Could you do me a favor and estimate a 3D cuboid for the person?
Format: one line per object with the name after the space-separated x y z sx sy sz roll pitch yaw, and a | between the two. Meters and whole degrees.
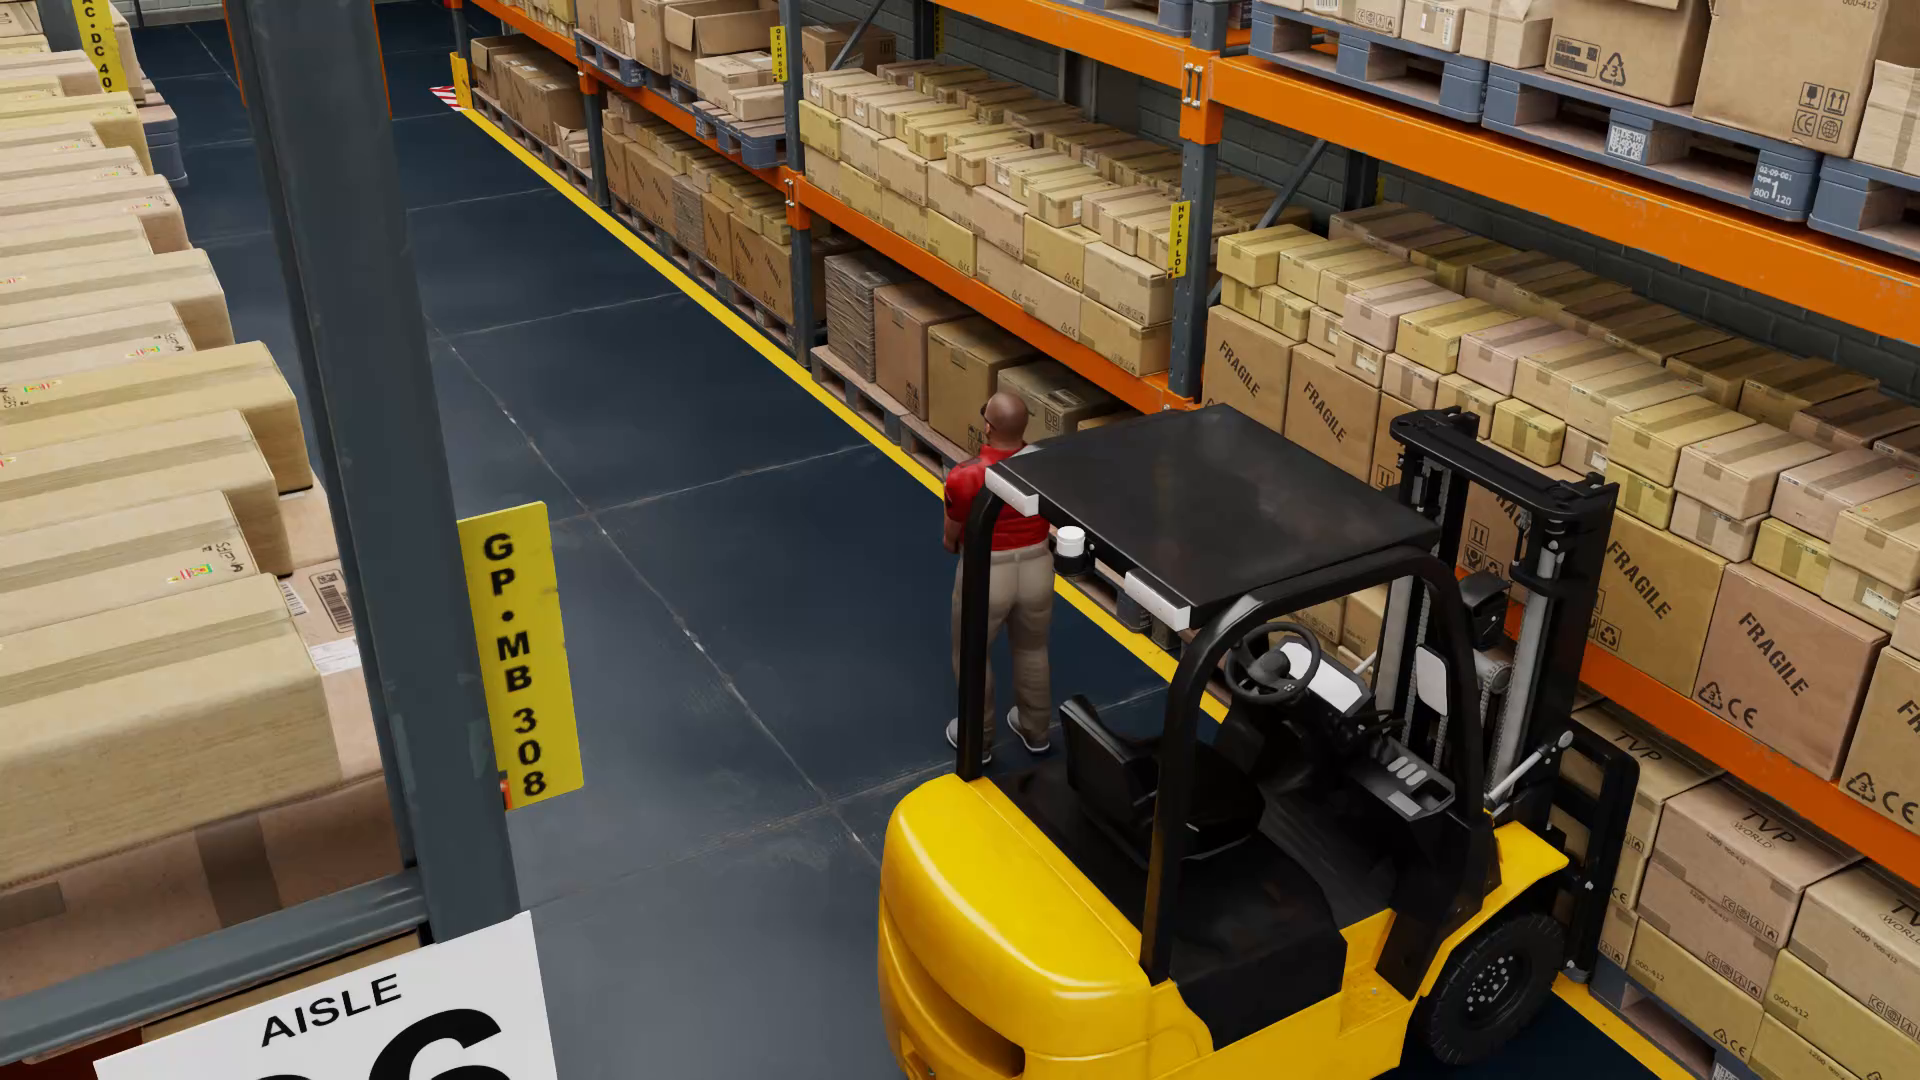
0.136 0.117 6.938 0.496 1.715 0.530 -10 30 -18 | person
